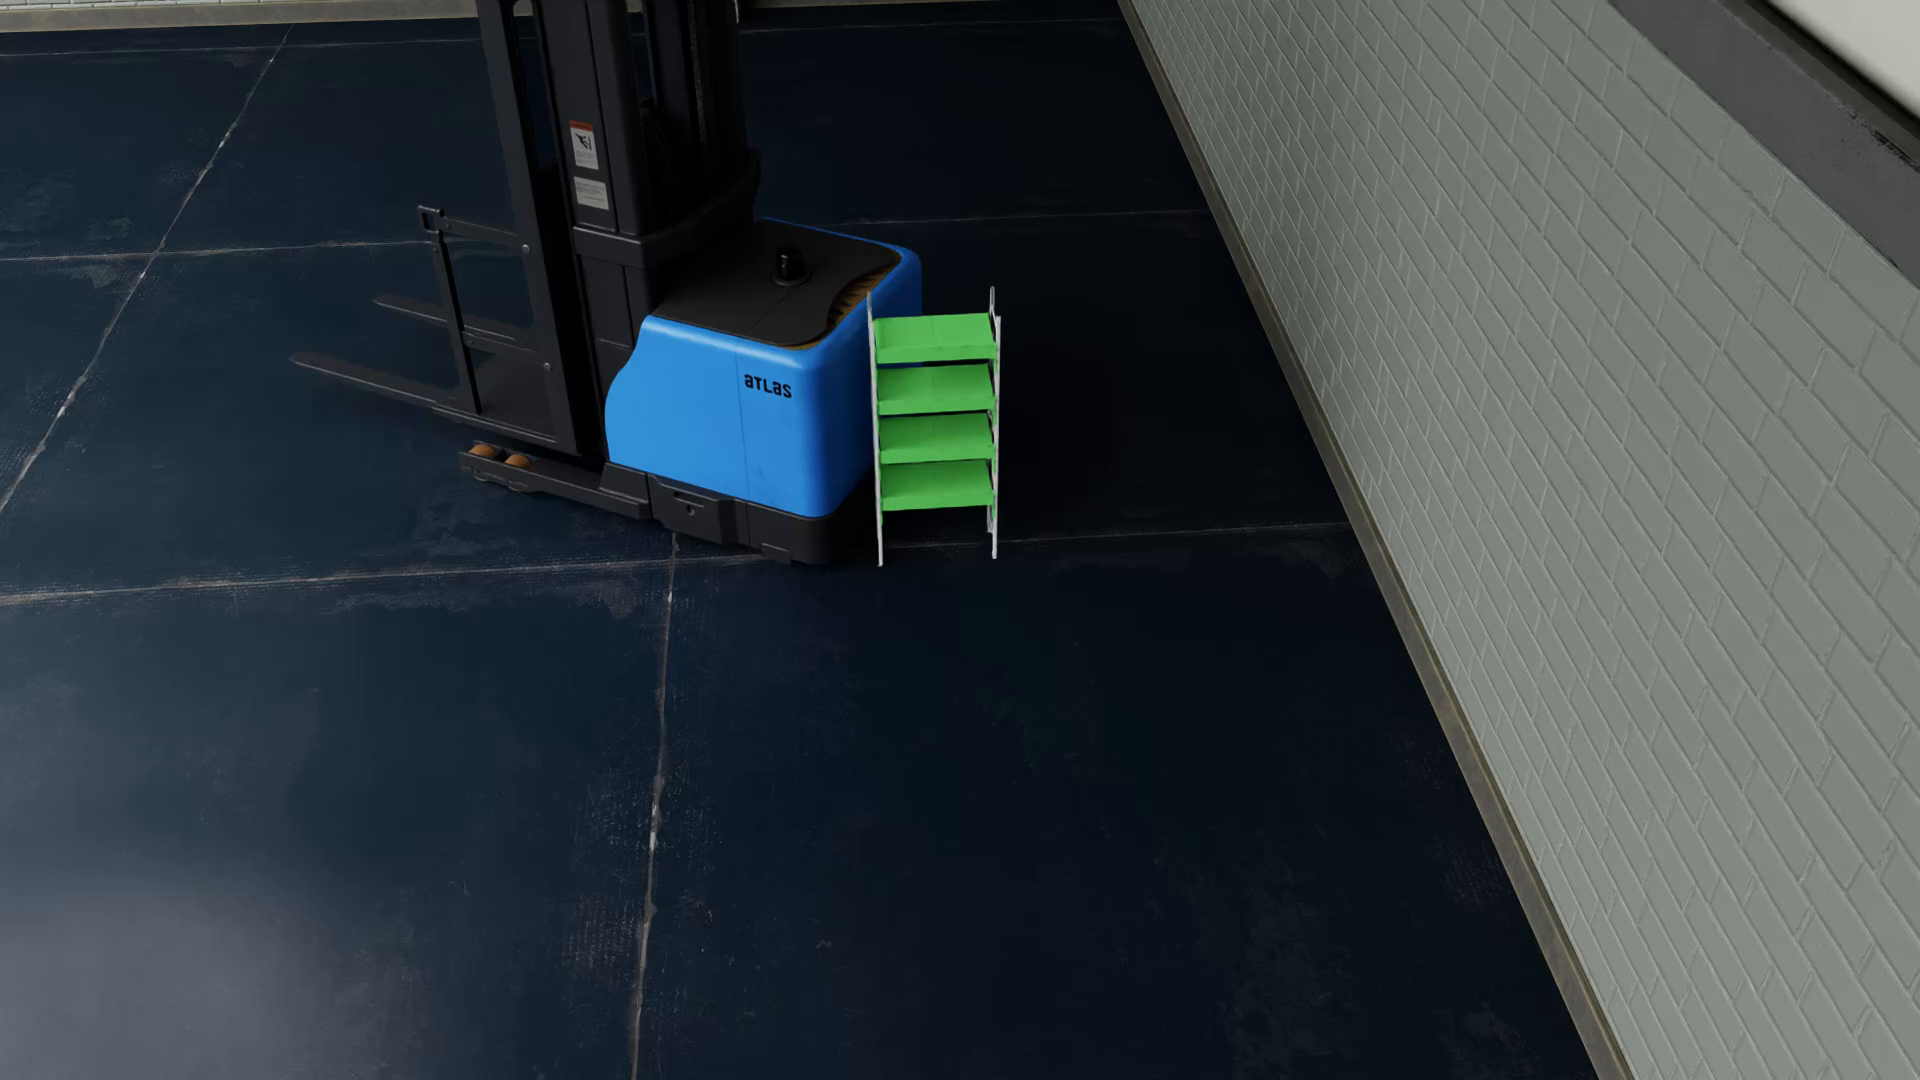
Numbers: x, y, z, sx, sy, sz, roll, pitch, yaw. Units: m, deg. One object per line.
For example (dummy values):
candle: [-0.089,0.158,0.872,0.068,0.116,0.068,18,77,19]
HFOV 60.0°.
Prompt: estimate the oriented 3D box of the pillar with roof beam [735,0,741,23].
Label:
pillar with roof beam: [-1.413,-4.687,5.926,0.400,9.000,9.100,-3,38,-4]

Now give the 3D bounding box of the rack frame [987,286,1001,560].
rack frame: [0.138,-0.460,6.865,0.015,1.200,0.240,-3,38,-4]

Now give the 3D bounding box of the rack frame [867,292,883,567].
rack frame: [-0.348,-0.431,6.828,0.015,1.200,0.240,-3,38,-4]

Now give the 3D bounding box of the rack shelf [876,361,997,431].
rack shelf: [-0.105,-0.584,6.737,0.480,0.148,0.258,-3,38,-4]

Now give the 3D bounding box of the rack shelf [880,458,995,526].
rack shelf: [-0.105,-0.207,7.035,0.480,0.148,0.258,-3,38,-4]

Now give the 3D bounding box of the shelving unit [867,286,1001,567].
shelving unit: [-0.105,-0.446,6.846,0.503,1.200,0.258,-3,38,-4]

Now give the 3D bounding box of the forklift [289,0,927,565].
forklift: [-1.713,-1.650,6.975,3.031,2.935,1.130,16,41,19]

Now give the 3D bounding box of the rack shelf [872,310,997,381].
rack shelf: [-0.105,-0.772,6.589,0.480,0.148,0.258,-3,38,-4]

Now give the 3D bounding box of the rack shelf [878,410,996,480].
rack shelf: [-0.105,-0.396,6.886,0.480,0.148,0.258,-3,38,-4]
